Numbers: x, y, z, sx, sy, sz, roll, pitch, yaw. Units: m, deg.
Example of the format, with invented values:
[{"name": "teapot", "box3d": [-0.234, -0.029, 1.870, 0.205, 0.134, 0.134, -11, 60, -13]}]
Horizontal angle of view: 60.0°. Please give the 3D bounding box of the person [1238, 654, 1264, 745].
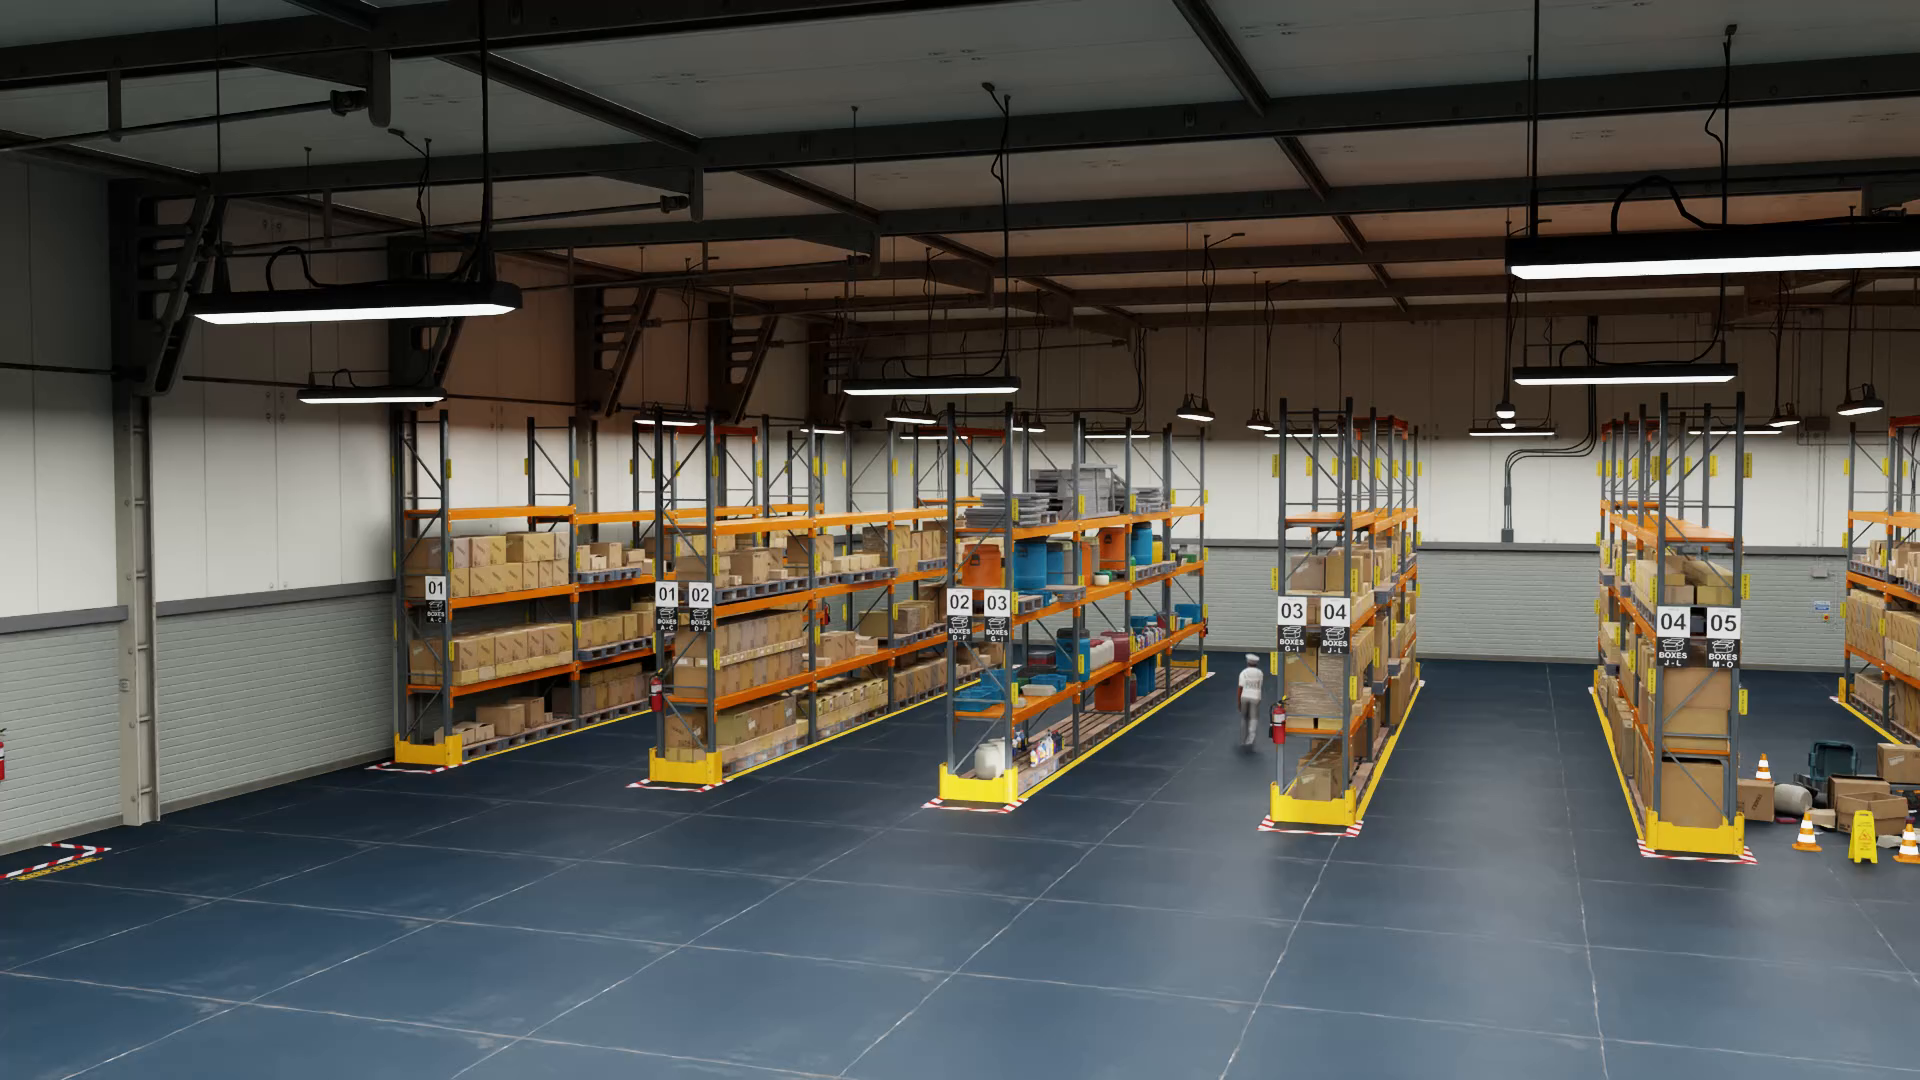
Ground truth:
[{"name": "person", "box3d": [5.227, 2.884, 29.890, 0.465, 1.652, 0.775, 0, 2, 9]}]
